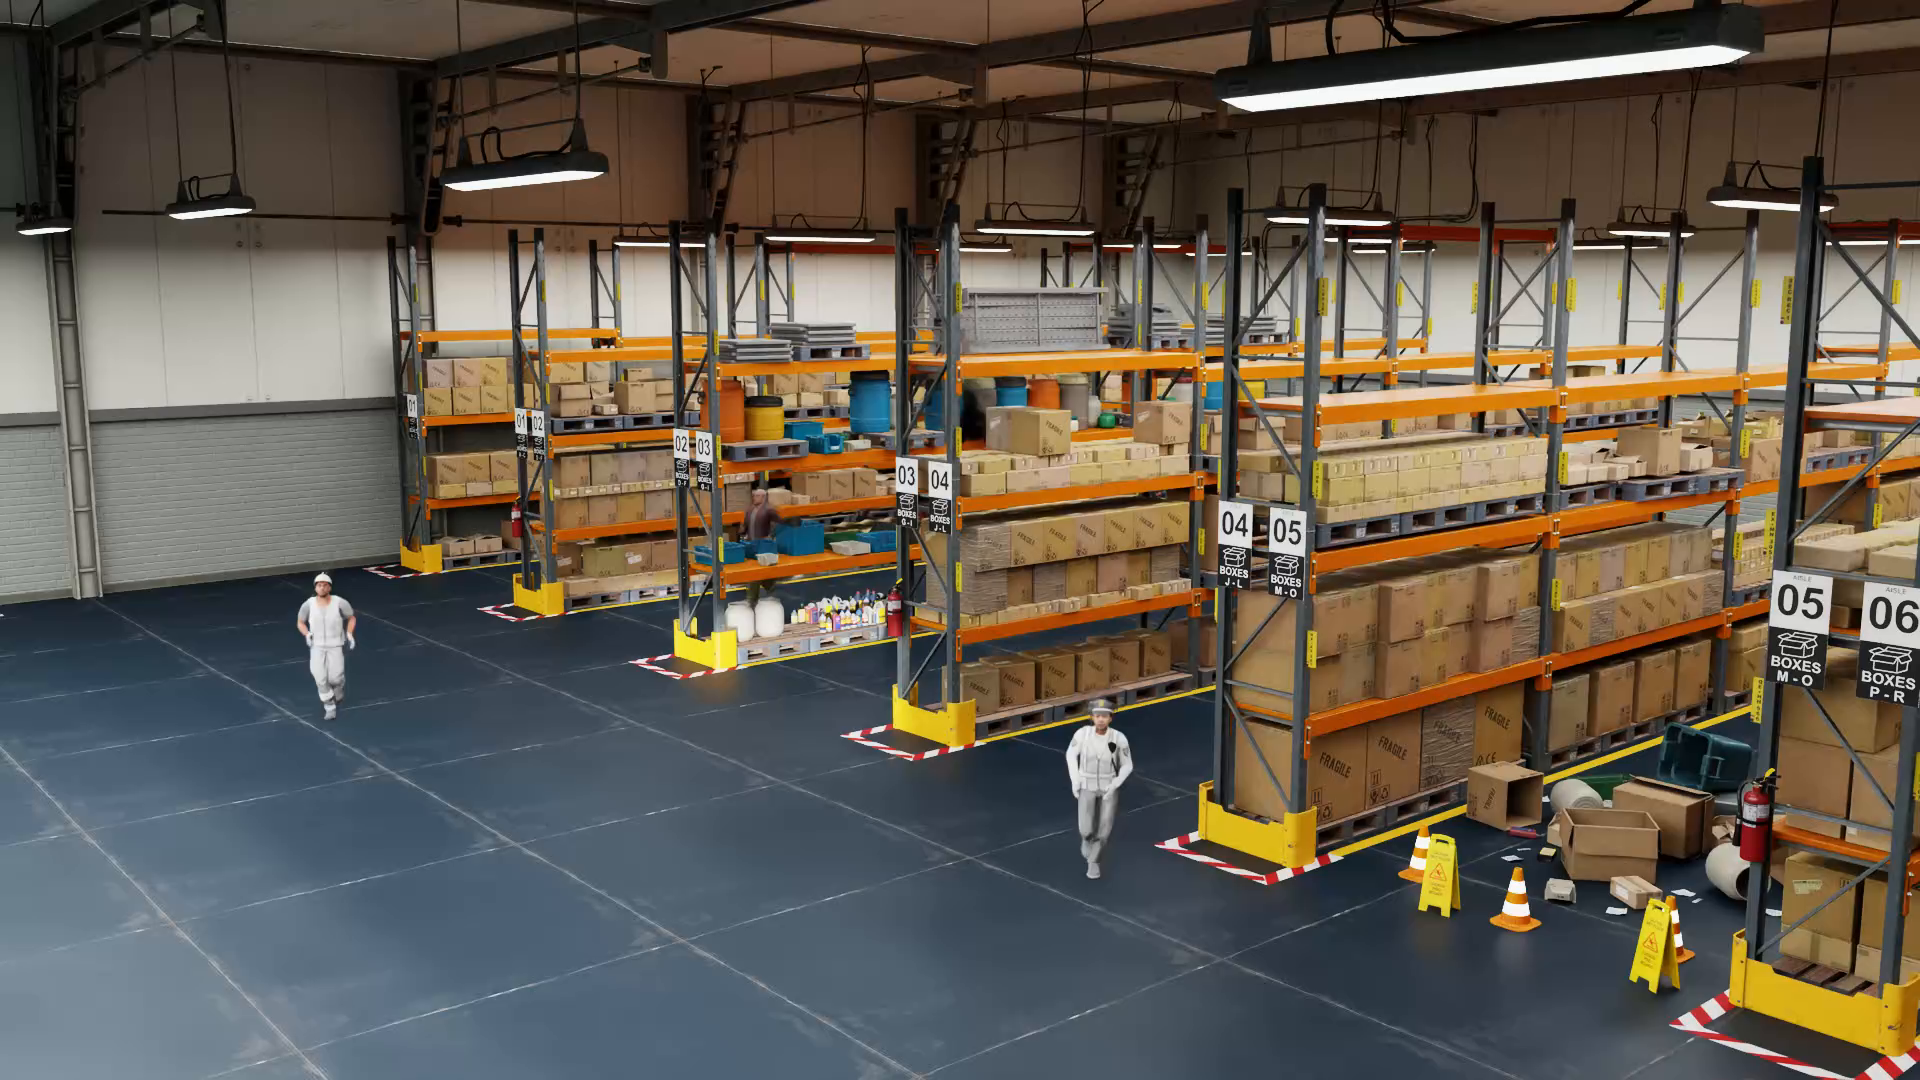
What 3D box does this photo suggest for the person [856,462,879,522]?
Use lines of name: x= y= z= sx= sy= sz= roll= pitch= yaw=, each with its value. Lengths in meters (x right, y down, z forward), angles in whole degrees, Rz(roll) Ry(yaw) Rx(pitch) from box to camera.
person: x=-1.903 y=-0.863 z=33.895 sx=0.599 sy=1.678 sz=0.688 roll=-8 pitch=12 yaw=-43

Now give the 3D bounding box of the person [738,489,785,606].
person: x=-3.079 y=0.115 z=25.404 sx=0.721 sy=1.781 sz=0.886 roll=7 pitch=11 yaw=39

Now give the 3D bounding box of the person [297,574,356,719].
person: x=-7.582 y=1.266 z=19.912 sx=0.657 sy=1.741 sz=0.601 roll=-2 pitch=9 yaw=-14

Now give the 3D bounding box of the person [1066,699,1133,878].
person: x=1.213 y=2.159 z=14.496 sx=0.579 sy=1.630 sz=0.514 roll=0 pitch=9 yaw=3
